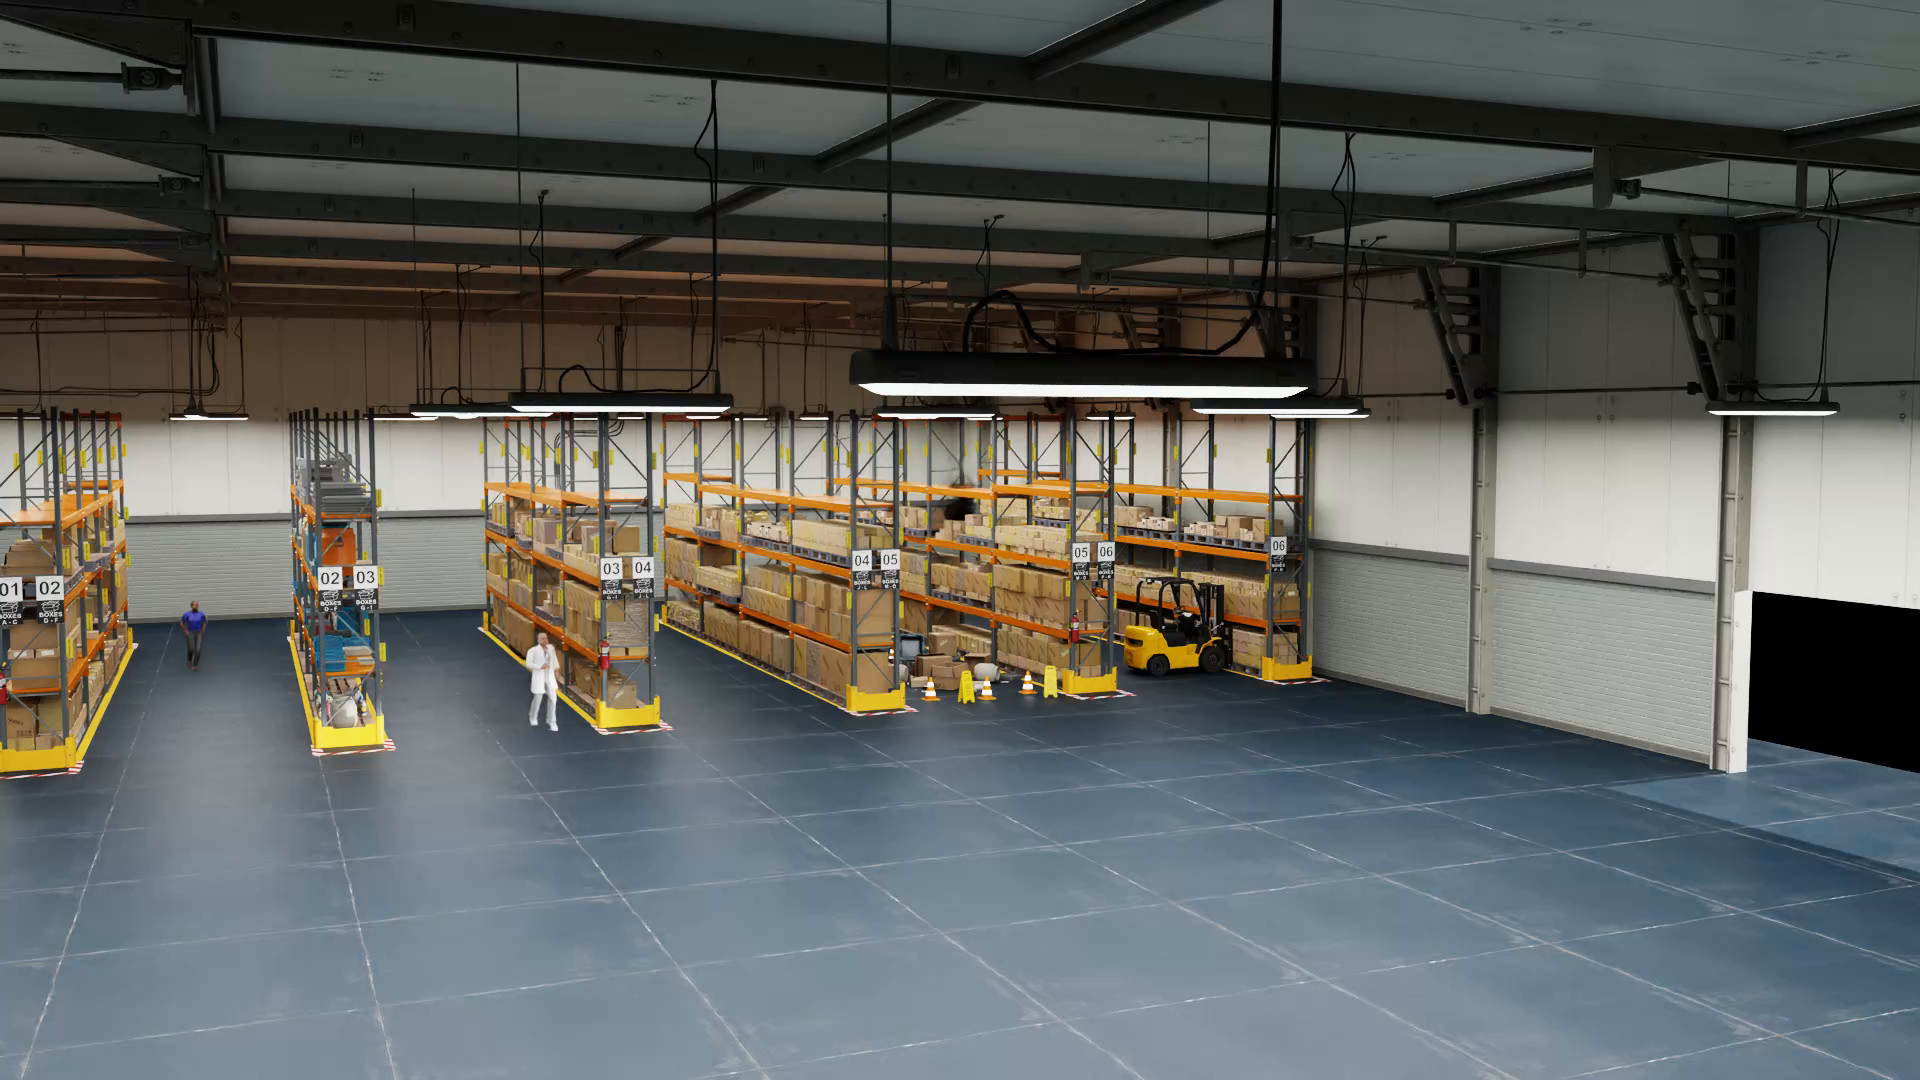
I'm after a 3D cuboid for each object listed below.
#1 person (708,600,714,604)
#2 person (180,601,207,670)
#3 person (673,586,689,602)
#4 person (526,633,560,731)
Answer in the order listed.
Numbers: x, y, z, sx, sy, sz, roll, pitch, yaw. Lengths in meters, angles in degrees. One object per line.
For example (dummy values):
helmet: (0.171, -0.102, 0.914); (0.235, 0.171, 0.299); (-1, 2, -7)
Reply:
person: (-7.287, 1.349, 49.705); (0.967, 1.773, 0.663); (-2, 5, -29)
person: (-17.717, 2.216, 38.515); (0.551, 1.611, 0.539); (-3, 5, -36)
person: (-8.233, 1.470, 49.429); (0.589, 1.577, 0.825); (-1, 4, -12)
person: (-7.829, 2.661, 31.223); (0.733, 1.868, 0.838); (-3, 5, -39)
